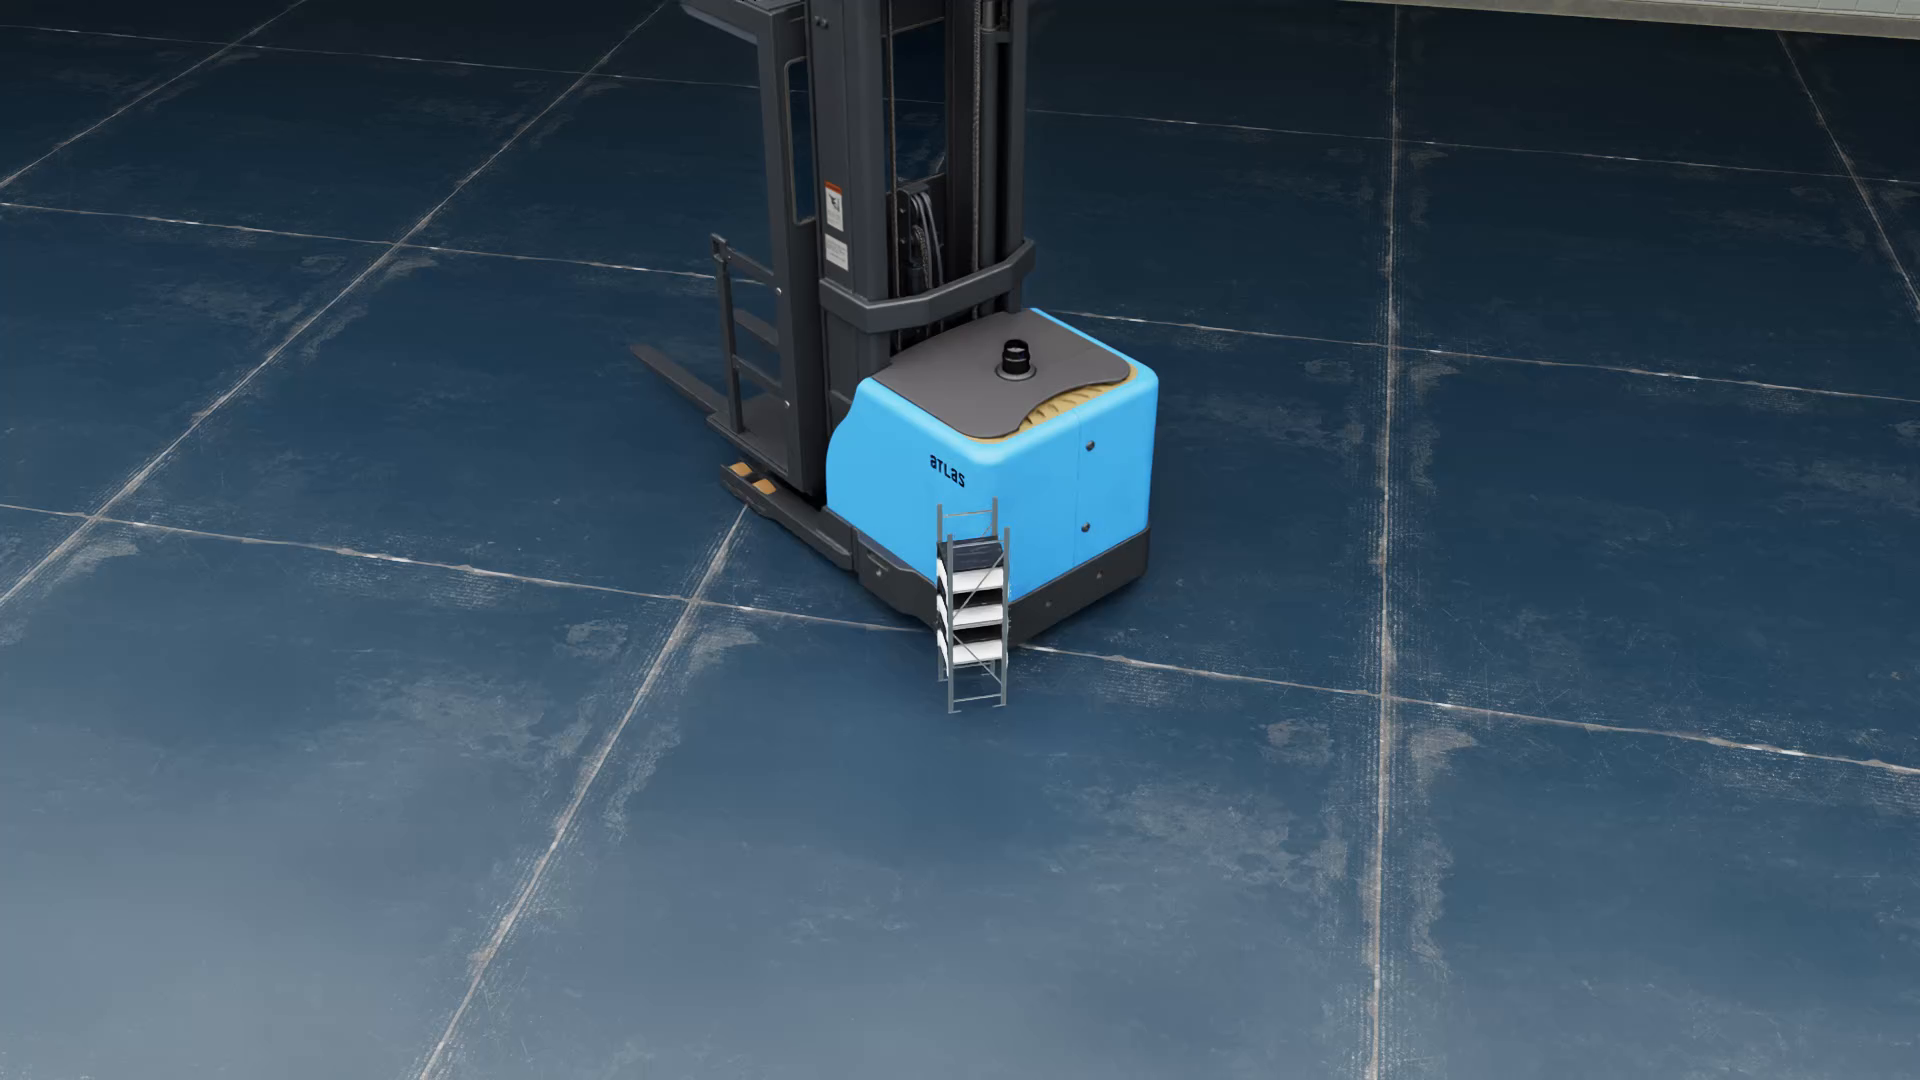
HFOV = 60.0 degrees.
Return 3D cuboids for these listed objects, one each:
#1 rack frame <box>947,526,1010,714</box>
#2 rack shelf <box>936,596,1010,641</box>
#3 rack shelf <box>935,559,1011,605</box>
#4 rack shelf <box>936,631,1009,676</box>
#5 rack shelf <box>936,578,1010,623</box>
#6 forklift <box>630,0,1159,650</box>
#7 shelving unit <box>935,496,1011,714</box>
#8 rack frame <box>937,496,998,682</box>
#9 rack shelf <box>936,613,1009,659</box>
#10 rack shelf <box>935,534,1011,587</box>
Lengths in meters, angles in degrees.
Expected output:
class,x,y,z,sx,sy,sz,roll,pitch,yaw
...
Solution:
class,x,y,z,sx,sy,sz,roll,pitch,yaw
rack frame,0.070,0.328,6.531,0.240,0.900,0.006,-7,37,-9
rack shelf,0.050,0.296,6.631,0.258,0.077,0.200,-7,37,-9
rack shelf,0.050,0.151,6.525,0.258,0.077,0.200,-7,37,-9
rack shelf,0.050,0.442,6.737,0.258,0.077,0.200,-7,37,-9
rack shelf,0.050,0.224,6.578,0.258,0.077,0.200,-7,37,-9
forklift,-0.502,-1.481,7.296,1.130,2.935,3.031,-27,44,-32
shelving unit,0.050,0.269,6.611,0.258,0.900,0.210,-7,37,-9
rack frame,0.029,0.211,6.692,0.240,0.900,0.006,-7,37,-9
rack shelf,0.050,0.369,6.684,0.258,0.077,0.200,-7,37,-9
rack shelf,0.050,0.078,6.472,0.258,0.077,0.200,-7,37,-9
